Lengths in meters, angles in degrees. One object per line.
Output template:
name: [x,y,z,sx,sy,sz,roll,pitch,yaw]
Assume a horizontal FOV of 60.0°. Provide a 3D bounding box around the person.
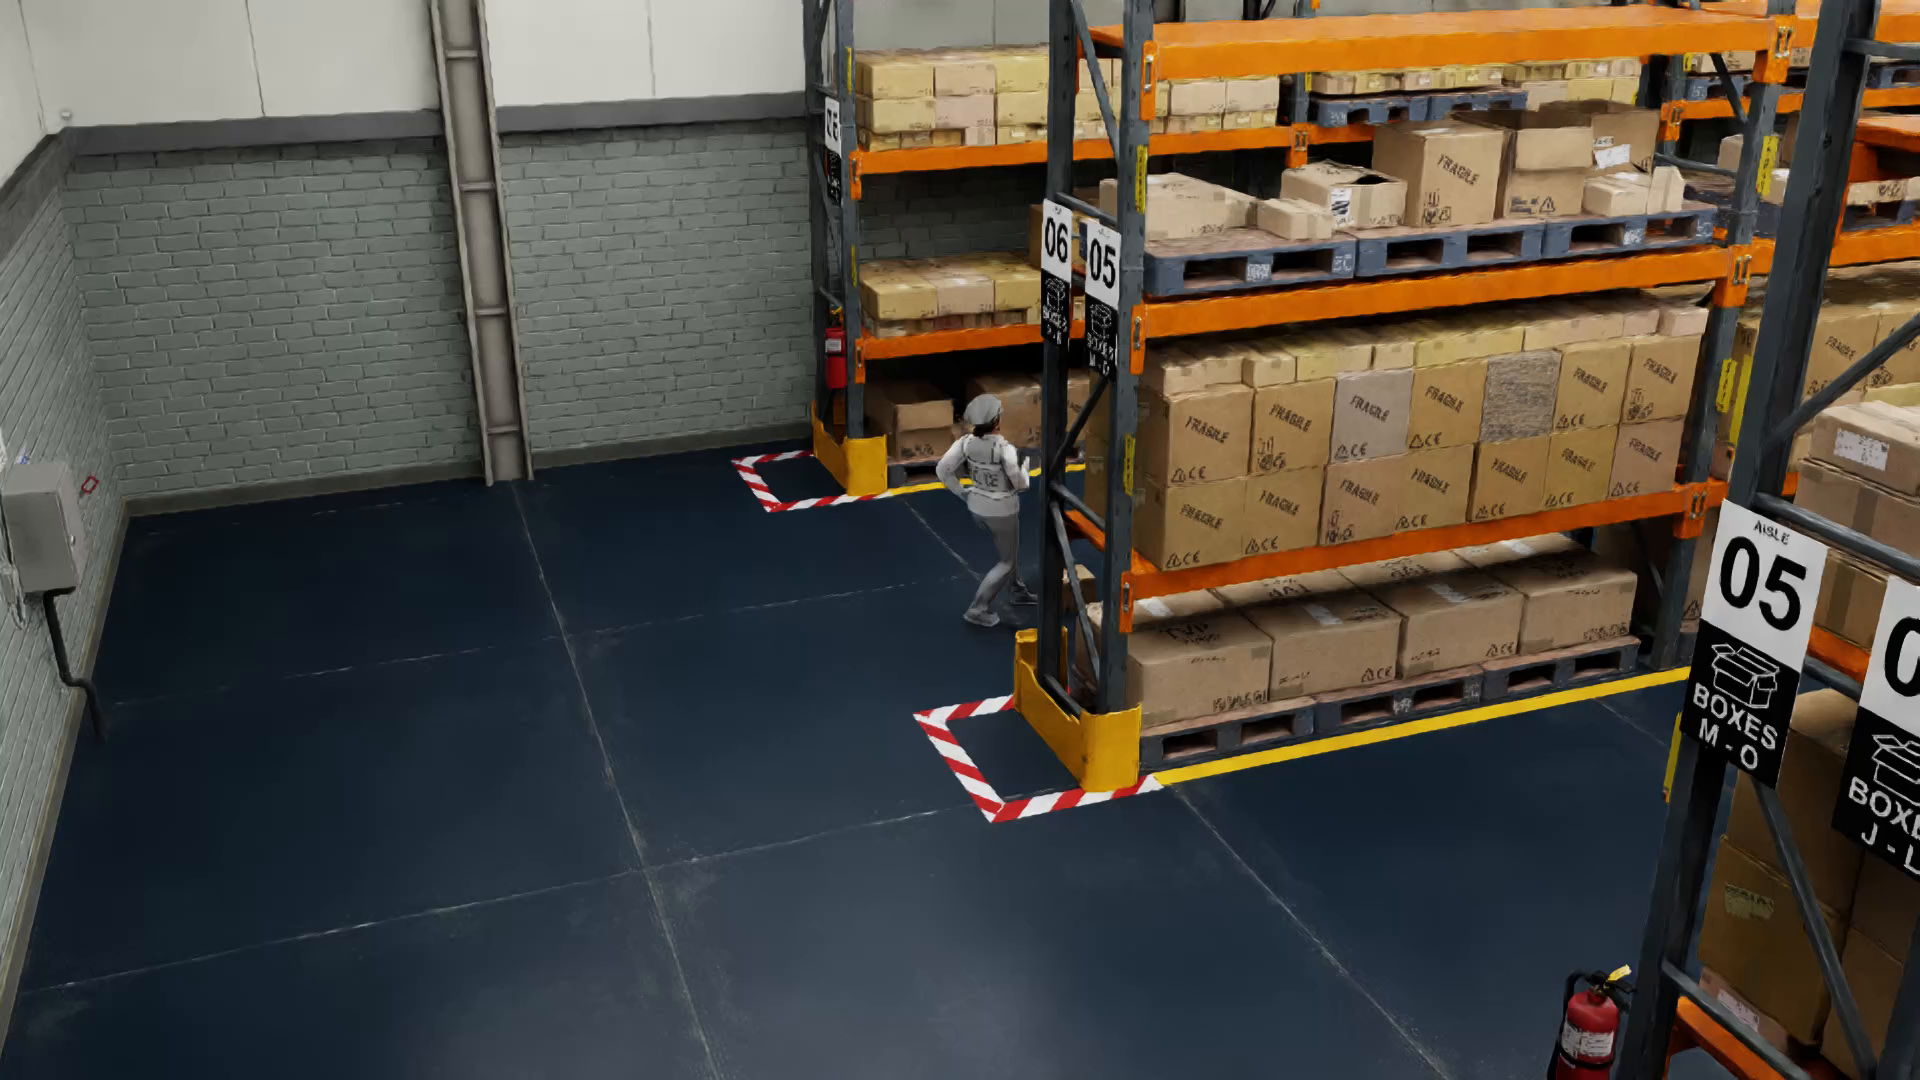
person: [0.300,-0.219,11.305,0.805,1.682,0.574,-19,29,-38]
